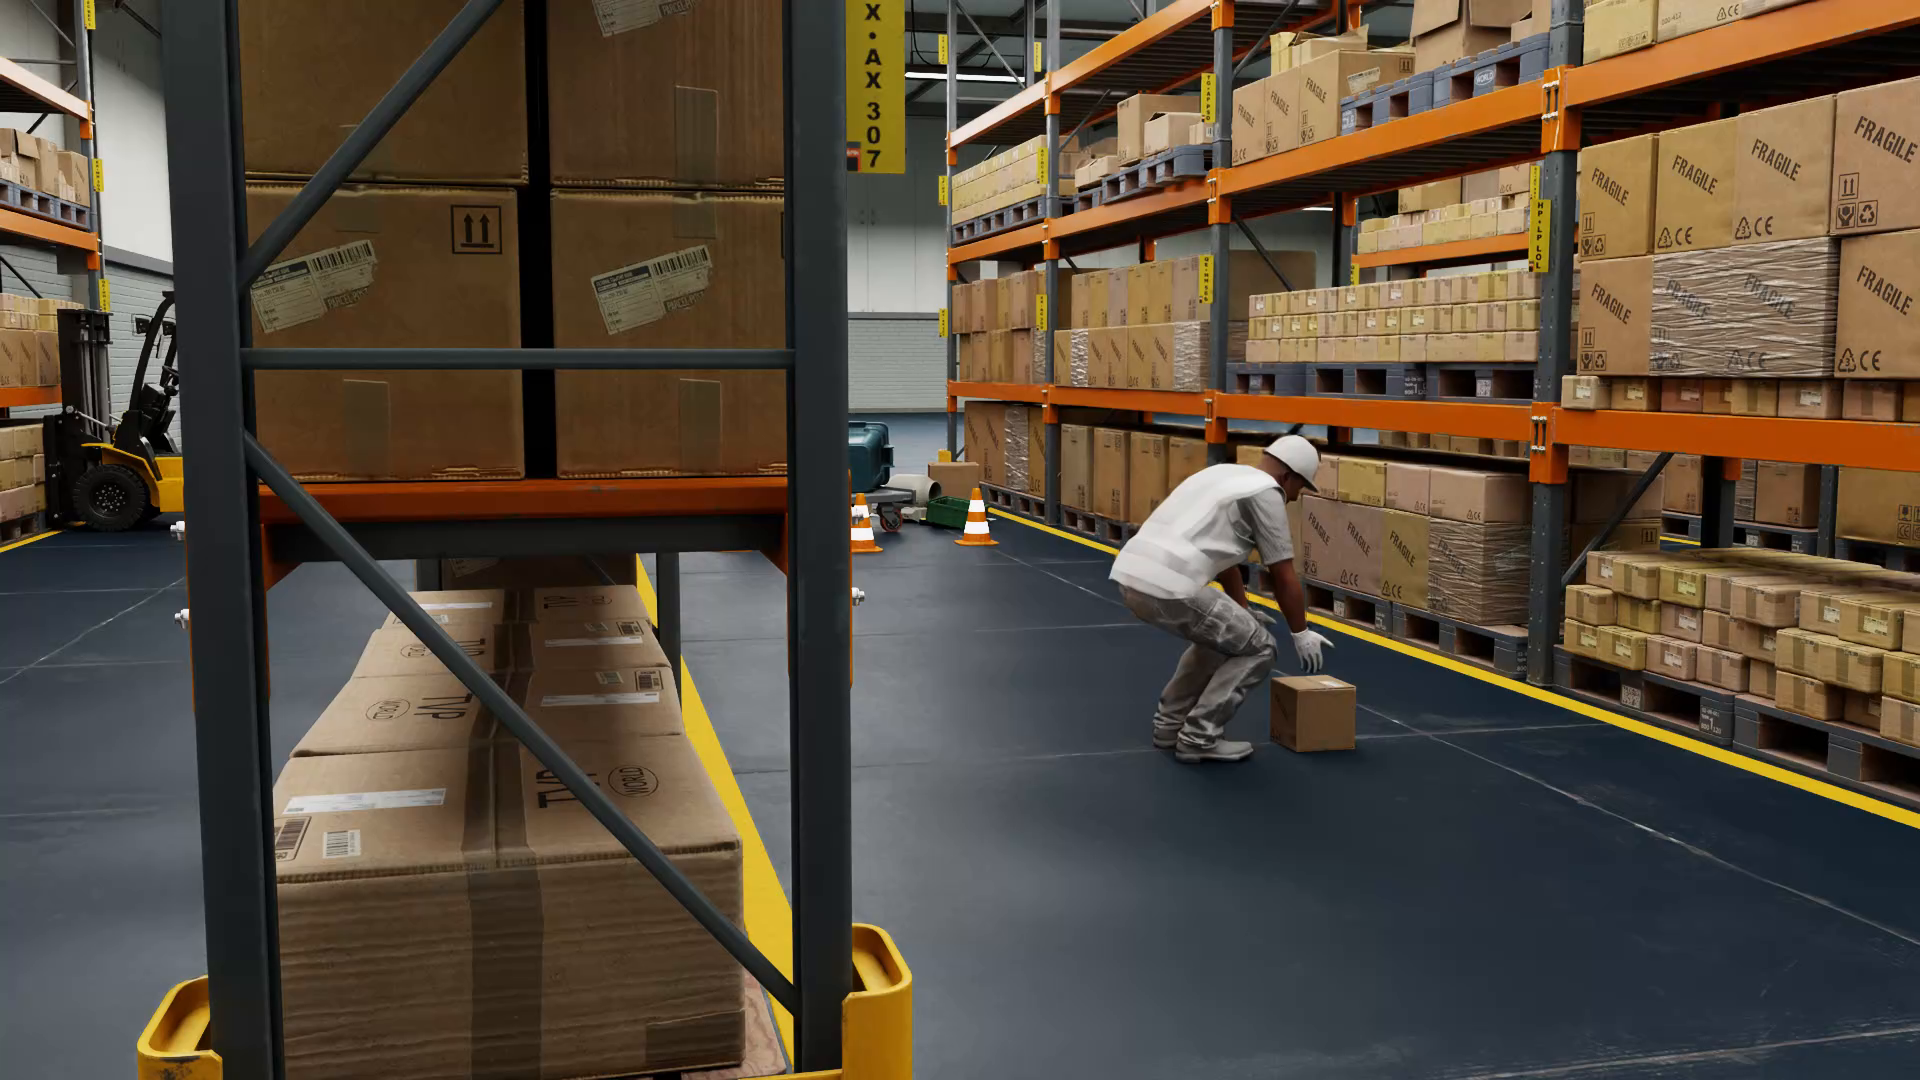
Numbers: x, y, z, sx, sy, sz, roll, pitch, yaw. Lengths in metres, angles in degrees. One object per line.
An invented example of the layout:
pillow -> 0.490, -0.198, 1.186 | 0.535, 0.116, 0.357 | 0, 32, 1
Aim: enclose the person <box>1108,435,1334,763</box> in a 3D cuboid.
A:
person -> 0.996, 0.210, 6.474 | 0.845, 1.227, 0.603 | -1, 6, -14
